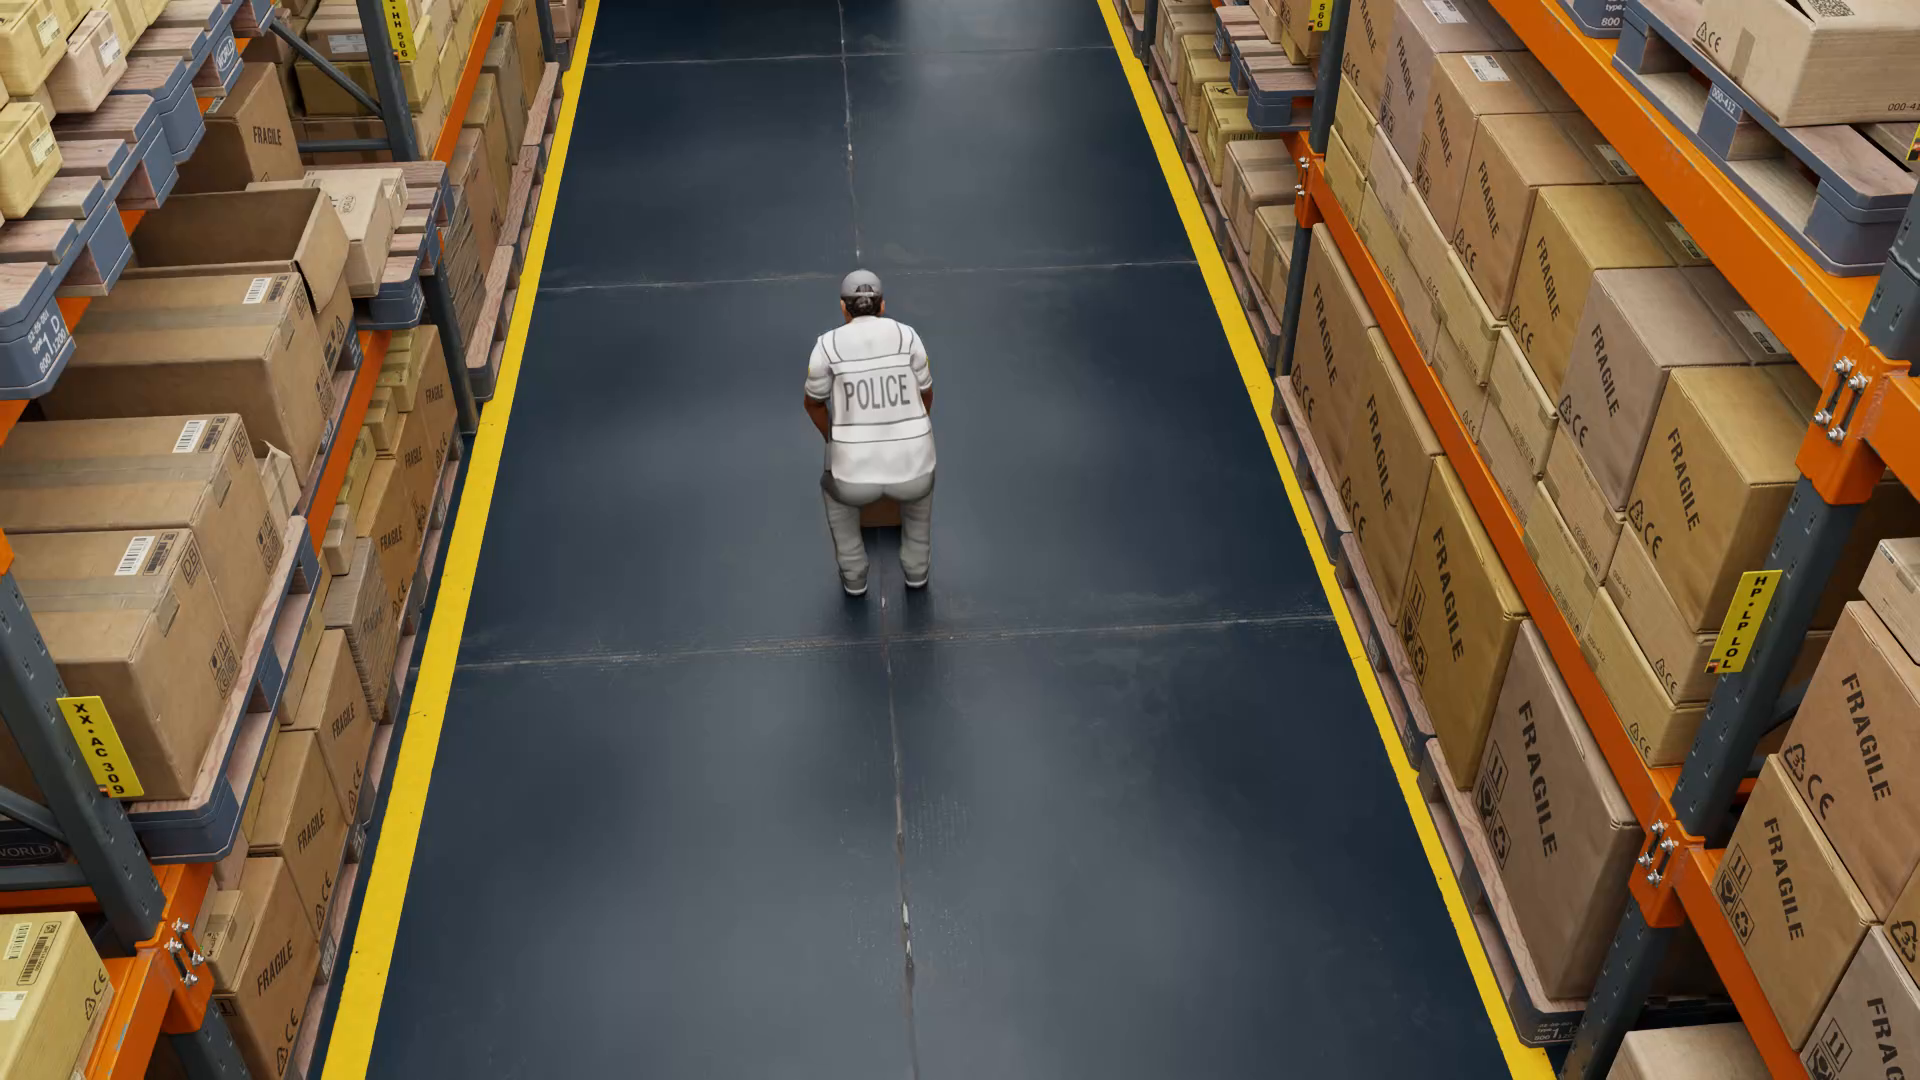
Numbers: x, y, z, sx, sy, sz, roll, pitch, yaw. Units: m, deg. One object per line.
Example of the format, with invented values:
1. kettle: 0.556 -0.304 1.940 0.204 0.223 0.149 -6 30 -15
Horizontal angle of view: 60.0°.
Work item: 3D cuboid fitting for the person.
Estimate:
1. person: -0.370 -0.401 6.898 0.534 1.351 0.721 -3 39 -4
